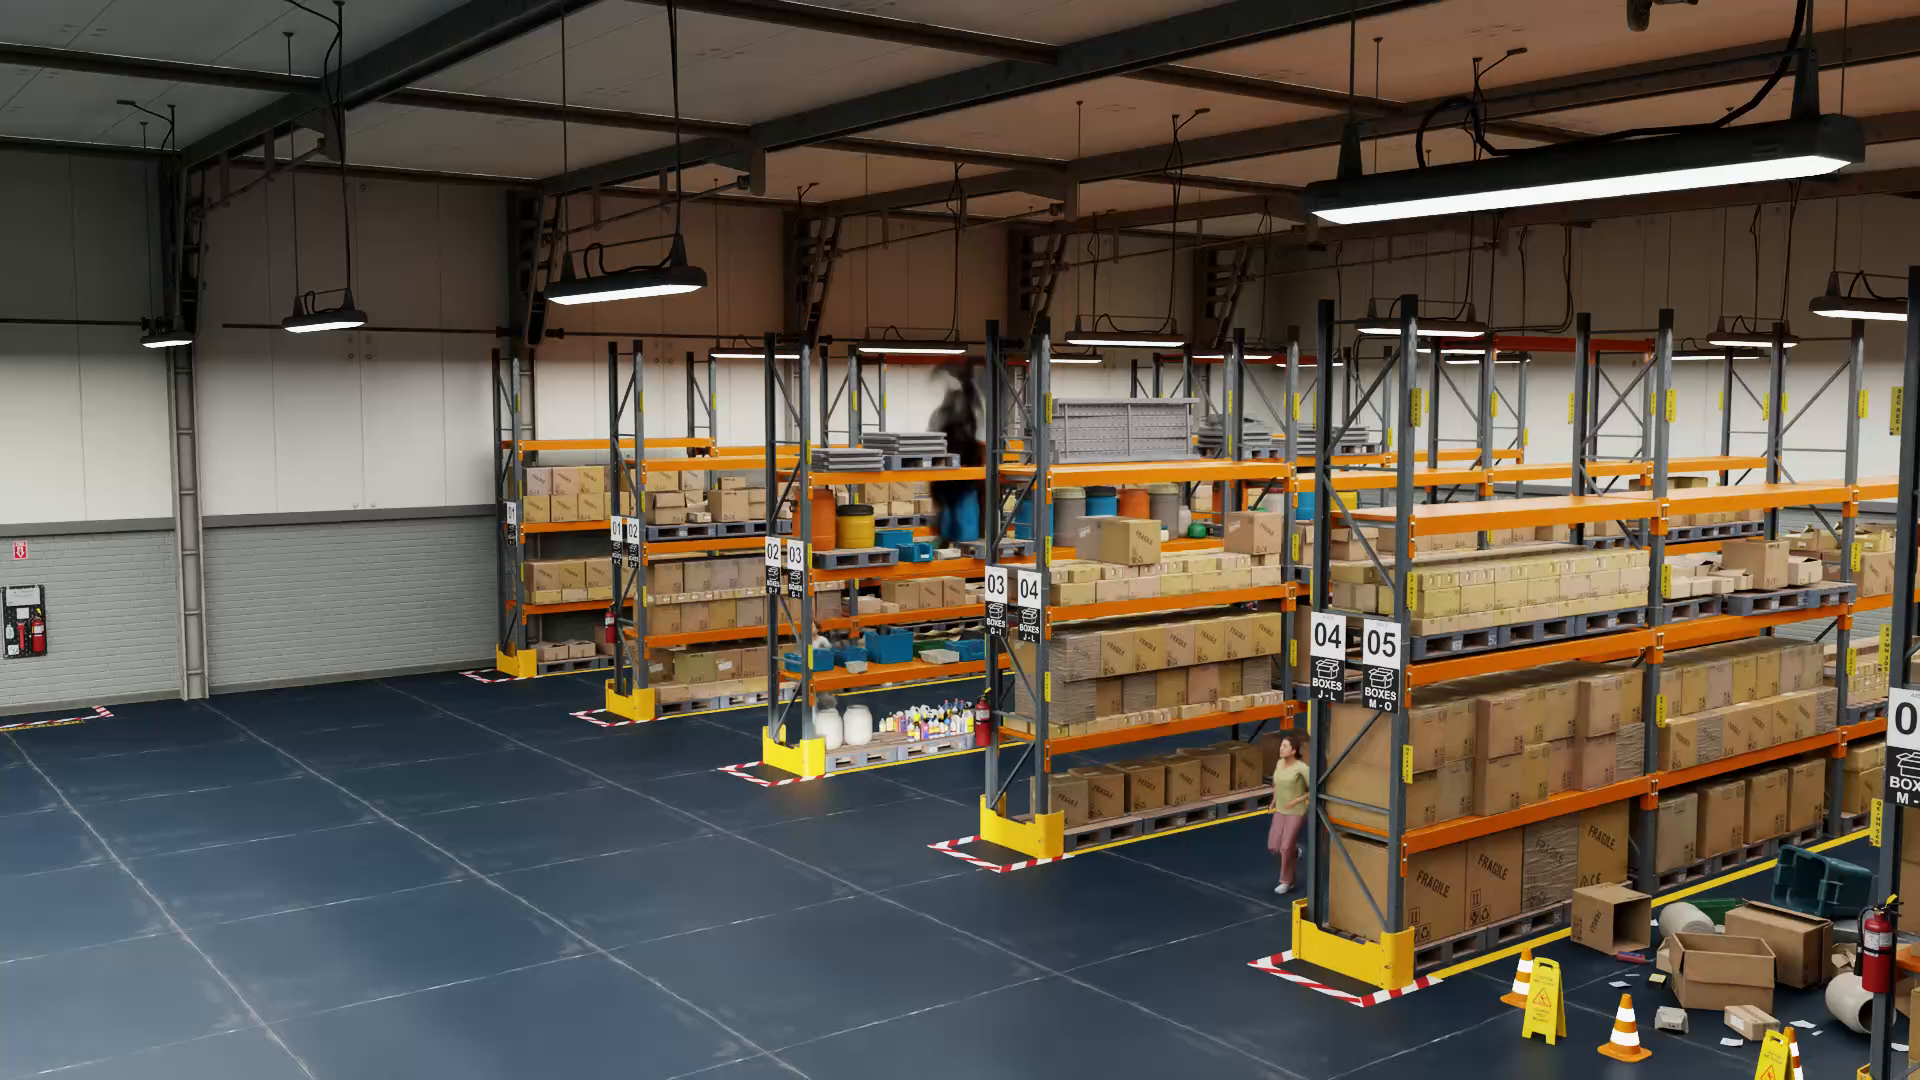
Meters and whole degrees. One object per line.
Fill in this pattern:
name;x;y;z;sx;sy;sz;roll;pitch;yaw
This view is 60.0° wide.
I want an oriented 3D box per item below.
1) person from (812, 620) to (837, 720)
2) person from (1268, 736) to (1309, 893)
person;-2.161;2.074;25.926;0.565;1.678;0.765;3;6;31
person;3.460;2.842;17.289;0.584;1.639;0.573;-4;7;-41
